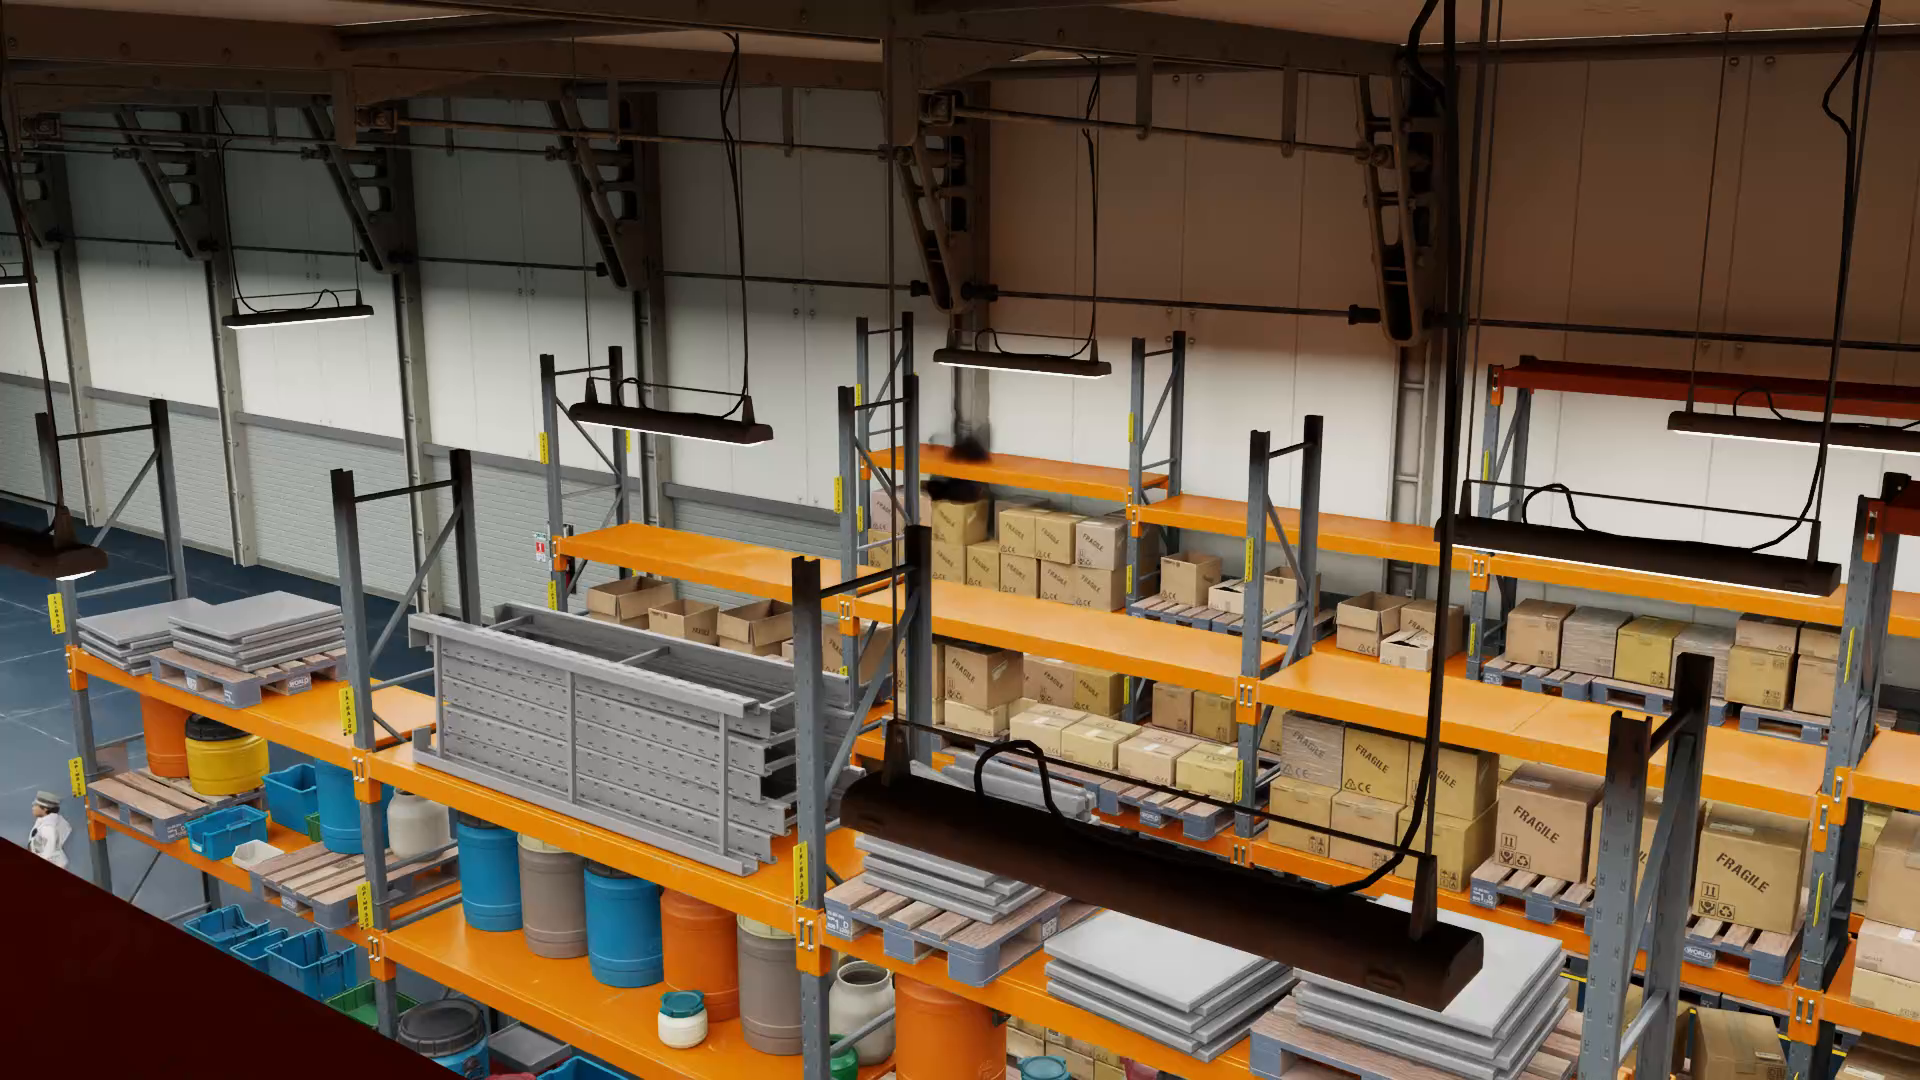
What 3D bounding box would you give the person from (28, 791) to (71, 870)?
[{"bbox_3d":[-9.414,3.365,17.102,0.547,1.645,0.614,-7,15,-28],"label":"person"}]
